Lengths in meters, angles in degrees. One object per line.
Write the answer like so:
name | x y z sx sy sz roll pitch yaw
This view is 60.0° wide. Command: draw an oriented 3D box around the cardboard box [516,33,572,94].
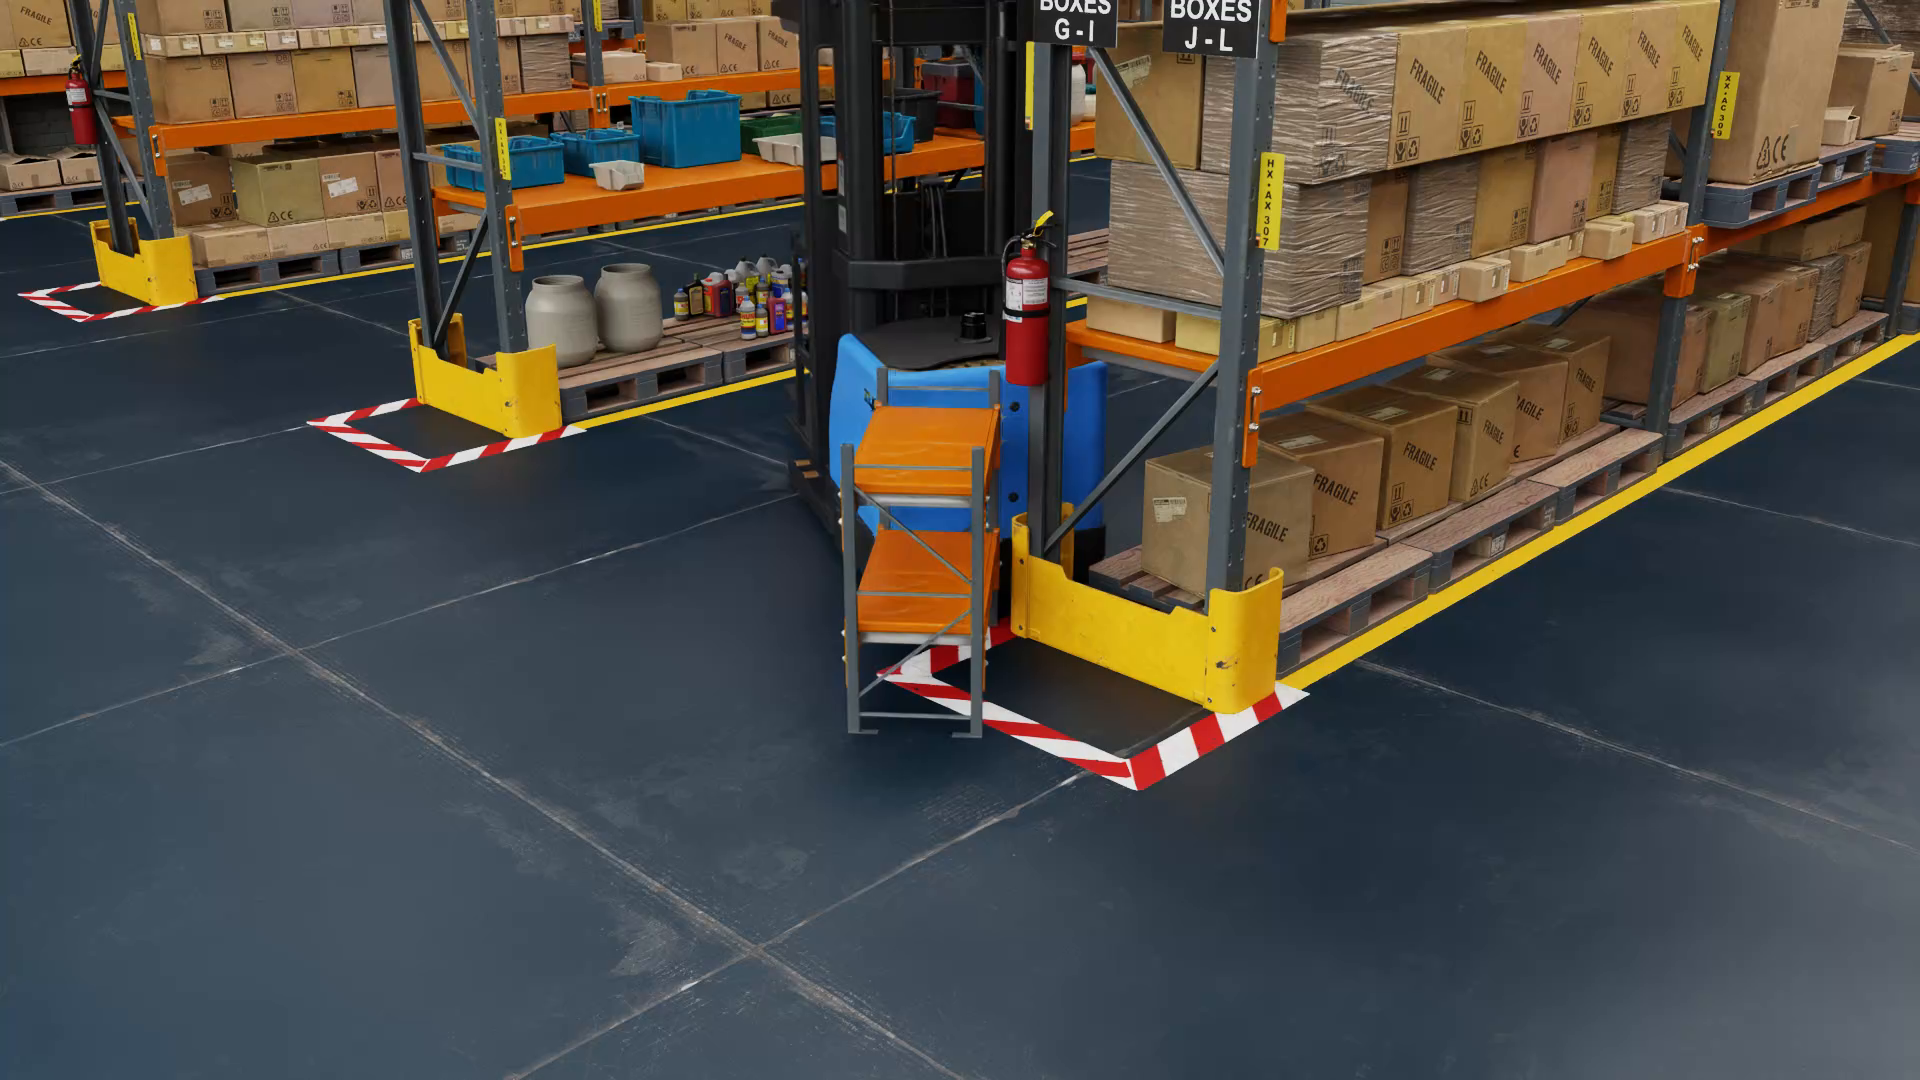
cardboard box | -3.936 -4.335 15.034 0.700 0.500 0.500 18 28 39

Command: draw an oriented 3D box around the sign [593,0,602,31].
sign | -3.232 -4.707 14.823 0.100 0.325 0.005 19 28 41

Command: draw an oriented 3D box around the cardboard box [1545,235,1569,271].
cardboard box | 2.617 -1.369 7.806 0.380 0.149 0.250 19 28 41

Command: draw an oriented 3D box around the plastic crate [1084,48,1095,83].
plastic crate | 1.359 -3.883 13.907 0.402 0.464 0.583 19 28 41

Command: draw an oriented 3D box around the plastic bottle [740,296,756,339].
plastic bottle | -1.387 -1.455 10.870 0.097 0.271 0.097 0 21 0

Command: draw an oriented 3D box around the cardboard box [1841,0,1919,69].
cardboard box | 6.776 -3.651 11.855 0.637 0.503 0.797 -19 28 -40

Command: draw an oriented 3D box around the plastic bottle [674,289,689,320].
plastic bottle | -1.908 -1.616 11.386 0.097 0.201 0.097 0 21 0

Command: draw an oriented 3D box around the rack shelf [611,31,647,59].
rack shelf | -2.997 -6.850 22.718 1.077 0.370 4.000 19 28 41

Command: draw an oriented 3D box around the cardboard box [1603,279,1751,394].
cardboard box | 4.254 -1.233 9.972 0.700 0.500 0.500 19 28 40

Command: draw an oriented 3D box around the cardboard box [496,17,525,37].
cardboard box | -4.022 -4.499 14.556 0.380 0.149 0.250 18 28 39

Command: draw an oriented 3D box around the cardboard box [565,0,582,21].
cardboard box | -5.084 -6.650 20.442 0.700 0.500 0.500 16 26 36

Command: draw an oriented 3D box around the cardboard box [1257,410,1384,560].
cardboard box | 1.514 -0.244 7.426 0.500 0.500 0.500 -12 24 -28

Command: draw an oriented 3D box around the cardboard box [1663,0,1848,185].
cardboard box | 4.119 -2.569 9.157 1.000 1.000 1.000 19 28 41

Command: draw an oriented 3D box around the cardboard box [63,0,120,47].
cardboard box | -8.708 -5.208 16.579 0.500 0.500 0.500 18 27 39

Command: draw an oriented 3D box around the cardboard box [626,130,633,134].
cardboard box | -3.195 -3.890 16.480 0.500 0.311 0.500 -19 28 -41

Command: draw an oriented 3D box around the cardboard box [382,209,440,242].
cardboard box | -4.840 -2.756 14.311 0.500 0.250 0.500 19 28 41

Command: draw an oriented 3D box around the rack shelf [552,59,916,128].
rack shelf | -2.236 -4.583 16.819 1.077 0.370 4.000 19 28 41

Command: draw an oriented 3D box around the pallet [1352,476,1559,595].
pallet | 2.170 -0.126 8.108 1.003 0.211 1.213 19 28 41

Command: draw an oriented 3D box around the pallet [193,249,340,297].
pallet | -5.918 -2.282 13.716 1.003 0.211 1.213 19 28 41

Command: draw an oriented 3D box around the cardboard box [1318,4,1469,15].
cardboard box | 1.930 -2.136 7.502 0.500 0.500 0.500 19 28 41

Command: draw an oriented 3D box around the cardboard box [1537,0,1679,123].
cardboard box | 2.999 -2.263 7.833 0.500 0.500 0.500 19 28 41

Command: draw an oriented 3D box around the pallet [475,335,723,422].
pallet | -2.285 -1.073 10.571 1.003 0.211 1.213 19 28 41

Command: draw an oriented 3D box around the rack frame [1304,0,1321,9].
rack frame | 2.706 -4.192 14.800 1.000 3.000 0.127 19 28 41

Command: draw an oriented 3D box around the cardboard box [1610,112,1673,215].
cardboard box | 3.106 -2.009 8.568 0.875 0.500 0.500 19 28 41

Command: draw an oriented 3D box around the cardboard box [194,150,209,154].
cardboard box | -8.313 -4.112 17.952 0.380 0.149 0.250 17 27 36

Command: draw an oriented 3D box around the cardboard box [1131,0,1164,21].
cardboard box | 2.501 -6.570 20.848 0.500 0.500 0.500 -19 28 -41

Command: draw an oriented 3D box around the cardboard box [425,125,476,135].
cardboard box | -4.522 -3.496 15.190 0.500 0.500 0.500 19 28 41

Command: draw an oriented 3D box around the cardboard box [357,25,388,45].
cardboard box | -4.921 -4.168 13.693 0.380 0.149 0.250 20 28 41

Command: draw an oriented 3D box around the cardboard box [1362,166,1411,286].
cardboard box | 1.340 -1.374 6.916 0.875 0.500 0.500 19 28 41

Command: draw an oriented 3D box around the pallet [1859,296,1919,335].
pallet | 6.858 -1.834 12.553 1.003 0.211 1.213 19 28 41

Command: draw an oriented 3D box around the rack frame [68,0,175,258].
rack frame | -6.421 -3.376 12.677 1.000 3.000 0.127 19 28 41

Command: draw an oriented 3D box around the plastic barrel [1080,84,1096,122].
plastic barrel | 0.949 -3.401 12.935 0.301 0.262 0.301 0 21 0

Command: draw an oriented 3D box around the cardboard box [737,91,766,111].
cardboard box | -3.170 -6.244 22.549 0.750 0.750 0.750 19 28 40

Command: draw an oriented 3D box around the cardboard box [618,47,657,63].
cardboard box | -3.149 -4.614 16.084 0.396 0.266 0.258 18 28 39

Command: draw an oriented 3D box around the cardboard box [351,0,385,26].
cardboard box | -4.986 -4.554 13.794 0.700 0.500 0.500 19 28 41

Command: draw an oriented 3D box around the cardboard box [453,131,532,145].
cardboard box | -4.155 -3.367 14.857 0.500 0.500 0.500 19 28 41

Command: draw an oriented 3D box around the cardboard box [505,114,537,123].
cardboard box | -5.626 -5.274 20.485 0.700 0.500 0.500 19 28 40

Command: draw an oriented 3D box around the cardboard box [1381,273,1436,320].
cardboard box | 1.756 -1.044 6.960 0.380 0.149 0.250 19 28 41

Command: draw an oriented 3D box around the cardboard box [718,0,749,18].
cardboard box | -3.151 -7.187 22.010 0.500 0.500 0.500 19 28 40

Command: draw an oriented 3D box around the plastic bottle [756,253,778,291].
plastic bottle | -1.373 -1.871 11.841 0.144 0.351 0.185 19 28 40

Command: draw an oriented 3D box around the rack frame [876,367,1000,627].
rack frame | -0.088 -0.165 6.935 0.500 1.125 0.032 2 21 4

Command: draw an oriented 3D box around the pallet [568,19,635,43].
pallet | -4.813 -6.372 20.739 1.213 0.211 1.003 19 28 41

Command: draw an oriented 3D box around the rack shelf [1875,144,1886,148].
rack shelf | 7.650 -3.131 13.041 1.077 0.370 4.000 19 28 41

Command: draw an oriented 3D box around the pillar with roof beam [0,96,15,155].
pillar with roof beam | -7.020 -6.734 13.053 9.100 9.000 0.400 19 28 41

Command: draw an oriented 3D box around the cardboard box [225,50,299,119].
cardboard box | -5.724 -3.676 13.318 0.500 0.500 0.700 -19 28 -41

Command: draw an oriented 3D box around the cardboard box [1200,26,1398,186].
cardboard box | 1.253 -1.621 6.164 0.500 0.500 0.500 19 28 41

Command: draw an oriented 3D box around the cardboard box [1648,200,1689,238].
cardboard box | 3.525 -1.678 8.609 0.380 0.149 0.250 19 28 41

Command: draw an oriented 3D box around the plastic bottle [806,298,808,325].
plastic bottle | -1.009 -1.562 11.245 0.097 0.201 0.097 0 21 0

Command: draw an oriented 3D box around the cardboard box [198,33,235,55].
cardboard box | -5.811 -3.841 12.844 0.380 0.149 0.250 18 28 39

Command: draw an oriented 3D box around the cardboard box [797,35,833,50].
cardboard box | -1.603 -5.210 17.572 0.500 0.311 0.500 19 28 40

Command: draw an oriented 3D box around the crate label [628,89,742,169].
crate label | -1.785 -2.693 10.850 0.502 0.435 0.616 19 28 41

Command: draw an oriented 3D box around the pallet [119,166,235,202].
pallet | -8.477 -3.845 17.784 1.003 0.211 1.213 19 28 41

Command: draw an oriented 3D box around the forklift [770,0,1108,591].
forklift | -0.272 -1.596 8.142 1.130 2.935 3.031 -6 22 -16

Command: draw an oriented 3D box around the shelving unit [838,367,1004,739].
shelving unit | -0.127 0.017 6.462 0.538 1.125 1.048 2 21 4
